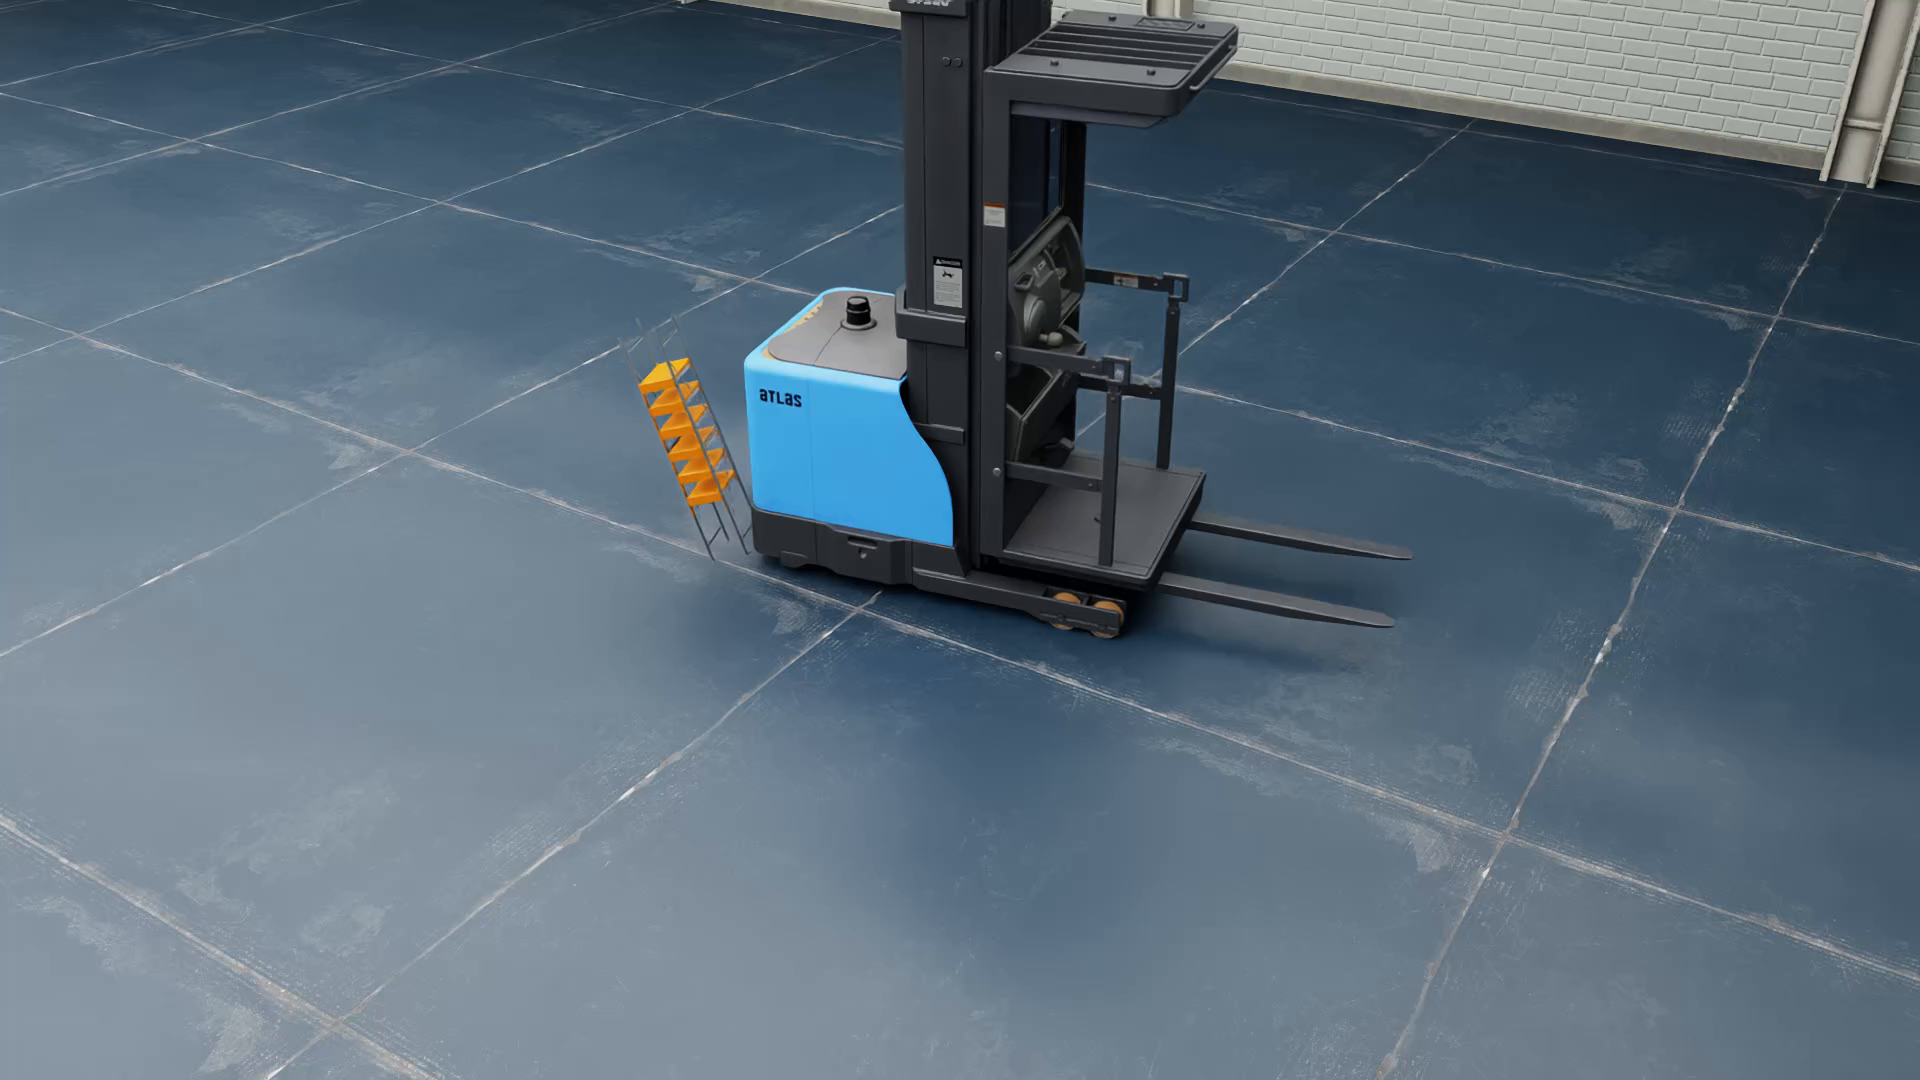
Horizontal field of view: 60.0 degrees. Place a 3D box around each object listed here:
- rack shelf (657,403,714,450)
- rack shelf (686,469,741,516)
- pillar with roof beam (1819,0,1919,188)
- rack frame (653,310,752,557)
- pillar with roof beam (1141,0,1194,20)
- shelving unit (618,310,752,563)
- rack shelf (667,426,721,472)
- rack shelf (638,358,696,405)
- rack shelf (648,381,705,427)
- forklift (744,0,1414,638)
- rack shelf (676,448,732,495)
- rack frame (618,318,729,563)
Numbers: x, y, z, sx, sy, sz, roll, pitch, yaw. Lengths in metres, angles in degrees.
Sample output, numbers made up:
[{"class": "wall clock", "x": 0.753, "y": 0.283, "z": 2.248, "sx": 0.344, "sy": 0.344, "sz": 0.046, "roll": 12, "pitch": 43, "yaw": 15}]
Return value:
[{"class": "rack shelf", "x": -1.286, "y": -0.540, "z": 7.838, "sx": 0.180, "sy": 0.103, "sz": 0.258, "roll": -10, "pitch": 27, "yaw": 18}, {"class": "rack shelf", "x": -1.180, "y": -0.232, "z": 7.992, "sx": 0.180, "sy": 0.103, "sz": 0.258, "roll": -10, "pitch": 27, "yaw": 18}, {"class": "pillar with roof beam", "x": 4.738, "y": -4.902, "z": 7.723, "sx": 0.400, "sy": 9.000, "sz": 9.100, "roll": 18, "pitch": 35, "yaw": 27}, {"class": "rack frame", "x": -1.178, "y": -0.490, "z": 7.841, "sx": 0.006, "sy": 1.200, "sz": 0.240, "roll": -10, "pitch": 27, "yaw": 18}, {"class": "pillar with roof beam", "x": -0.344, "y": -6.510, "z": 10.478, "sx": 0.400, "sy": 9.000, "sz": 9.100, "roll": 18, "pitch": 35, "yaw": 27}, {"class": "shelving unit", "x": -1.264, "y": -0.475, "z": 7.870, "sx": 0.189, "sy": 1.200, "sz": 0.258, "roll": -10, "pitch": 27, "yaw": 18}, {"class": "rack shelf", "x": -1.251, "y": -0.437, "z": 7.889, "sx": 0.180, "sy": 0.103, "sz": 0.258, "roll": -10, "pitch": 27, "yaw": 18}, {"class": "rack shelf", "x": -1.357, "y": -0.745, "z": 7.735, "sx": 0.180, "sy": 0.103, "sz": 0.258, "roll": -10, "pitch": 27, "yaw": 18}, {"class": "rack shelf", "x": -1.321, "y": -0.642, "z": 7.786, "sx": 0.180, "sy": 0.103, "sz": 0.258, "roll": -10, "pitch": 27, "yaw": 18}, {"class": "forklift", "x": 0.570, "y": -1.127, "z": 7.272, "sx": 3.031, "sy": 2.935, "sz": 1.130, "roll": 11, "pitch": 32, "yaw": 18}, {"class": "rack shelf", "x": -1.215, "y": -0.335, "z": 7.940, "sx": 0.180, "sy": 0.103, "sz": 0.258, "roll": -10, "pitch": 27, "yaw": 18}, {"class": "rack frame", "x": -1.349, "y": -0.460, "z": 7.899, "sx": 0.006, "sy": 1.200, "sz": 0.240, "roll": -10, "pitch": 27, "yaw": 18}]
